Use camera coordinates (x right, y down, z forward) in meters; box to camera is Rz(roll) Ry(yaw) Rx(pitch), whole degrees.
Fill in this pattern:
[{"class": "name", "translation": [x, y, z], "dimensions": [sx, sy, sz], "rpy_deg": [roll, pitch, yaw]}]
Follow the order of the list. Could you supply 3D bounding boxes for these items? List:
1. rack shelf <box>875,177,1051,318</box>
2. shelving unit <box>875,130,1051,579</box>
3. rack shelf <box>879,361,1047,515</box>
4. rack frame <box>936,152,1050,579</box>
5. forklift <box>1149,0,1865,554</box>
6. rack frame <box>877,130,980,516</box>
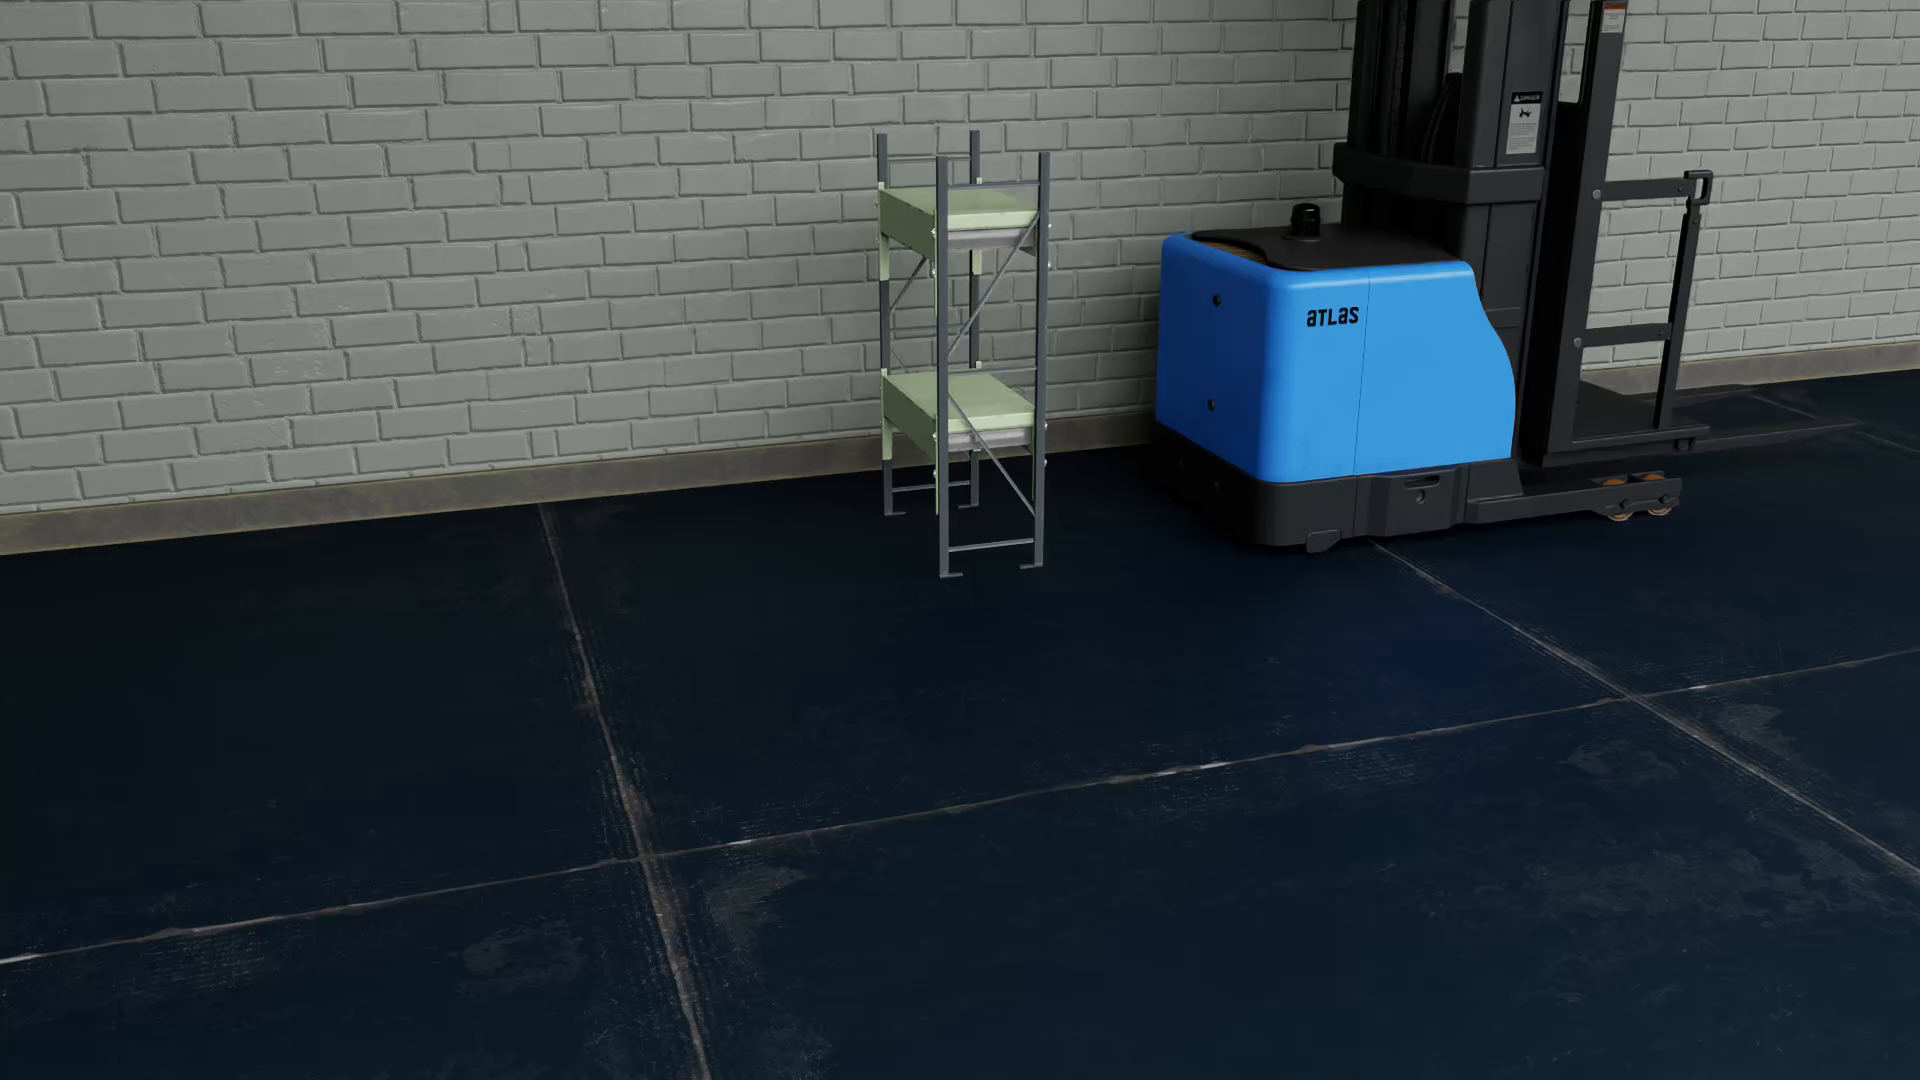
[{"class": "rack shelf", "translation": [-0.002, -1.075, 6.037], "dimensions": [0.431, 0.370, 0.720], "rpy_deg": [-6, 21, -17]}, {"class": "shelving unit", "translation": [-0.002, -0.708, 6.169], "dimensions": [0.431, 1.500, 0.755], "rpy_deg": [-6, 21, -17]}, {"class": "rack shelf", "translation": [-0.002, -0.401, 6.279], "dimensions": [0.431, 0.370, 0.720], "rpy_deg": [-6, 21, -17]}, {"class": "rack frame", "translation": [0.113, -0.591, 5.842], "dimensions": [0.400, 1.500, 0.023], "rpy_deg": [-6, 21, -17]}, {"class": "forklift", "translation": [2.367, -1.614, 6.575], "dimensions": [3.031, 2.935, 1.130], "rpy_deg": [-7, 21, -18]}, {"class": "rack frame", "translation": [-0.117, -0.825, 6.496], "dimensions": [0.400, 1.500, 0.023], "rpy_deg": [-6, 21, -17]}]
